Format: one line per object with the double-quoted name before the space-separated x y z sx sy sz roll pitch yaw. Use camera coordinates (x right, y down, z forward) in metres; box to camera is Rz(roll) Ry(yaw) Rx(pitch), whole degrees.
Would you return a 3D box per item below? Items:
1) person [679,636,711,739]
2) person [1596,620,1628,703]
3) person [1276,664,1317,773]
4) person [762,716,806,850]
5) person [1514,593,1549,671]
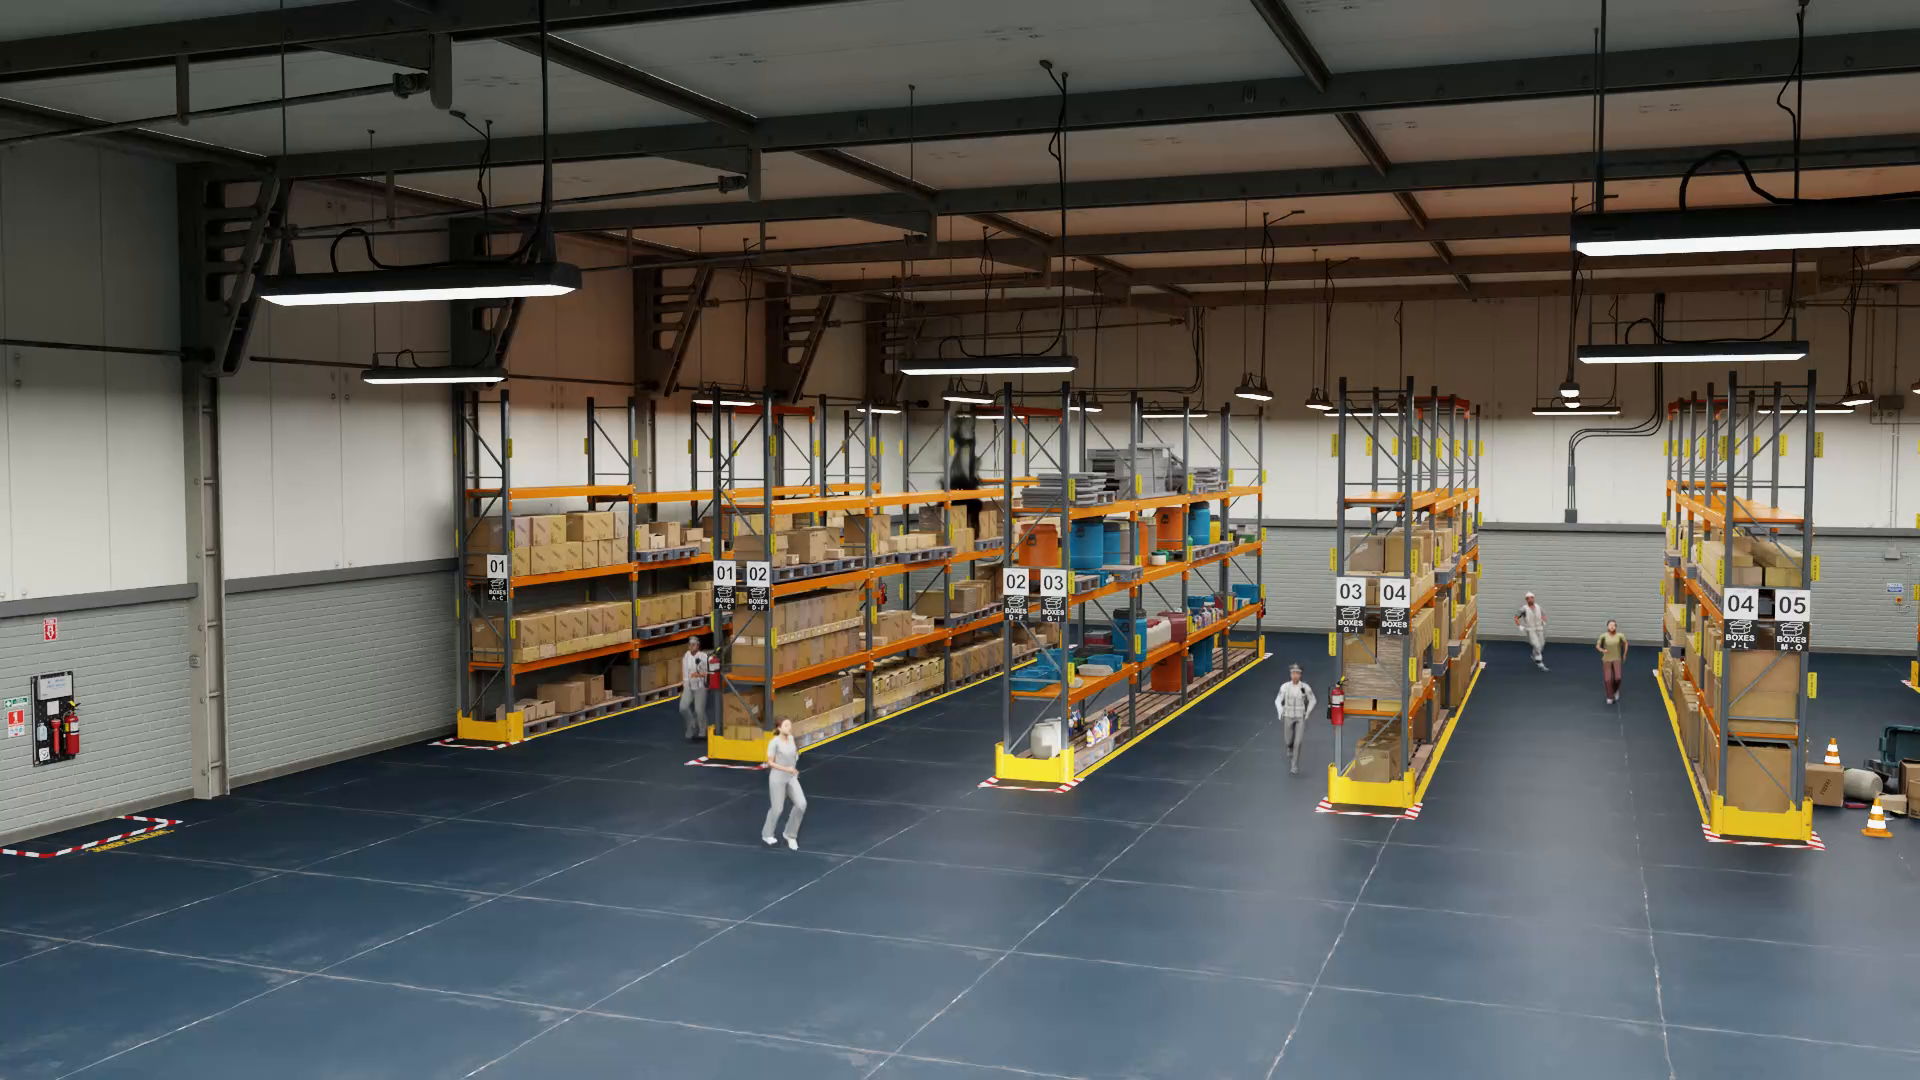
"person" -4.544 2.550 28.601 0.698 1.812 0.650 1 3 21
"person" 12.767 2.385 32.565 0.595 1.645 0.553 1 3 19
"person" 5.230 2.755 25.895 0.628 1.662 0.623 1 3 14
"person" -2.212 3.039 20.802 0.692 1.697 0.536 3 4 45
"person" 12.914 2.056 37.508 0.720 1.744 0.815 0 3 -6
